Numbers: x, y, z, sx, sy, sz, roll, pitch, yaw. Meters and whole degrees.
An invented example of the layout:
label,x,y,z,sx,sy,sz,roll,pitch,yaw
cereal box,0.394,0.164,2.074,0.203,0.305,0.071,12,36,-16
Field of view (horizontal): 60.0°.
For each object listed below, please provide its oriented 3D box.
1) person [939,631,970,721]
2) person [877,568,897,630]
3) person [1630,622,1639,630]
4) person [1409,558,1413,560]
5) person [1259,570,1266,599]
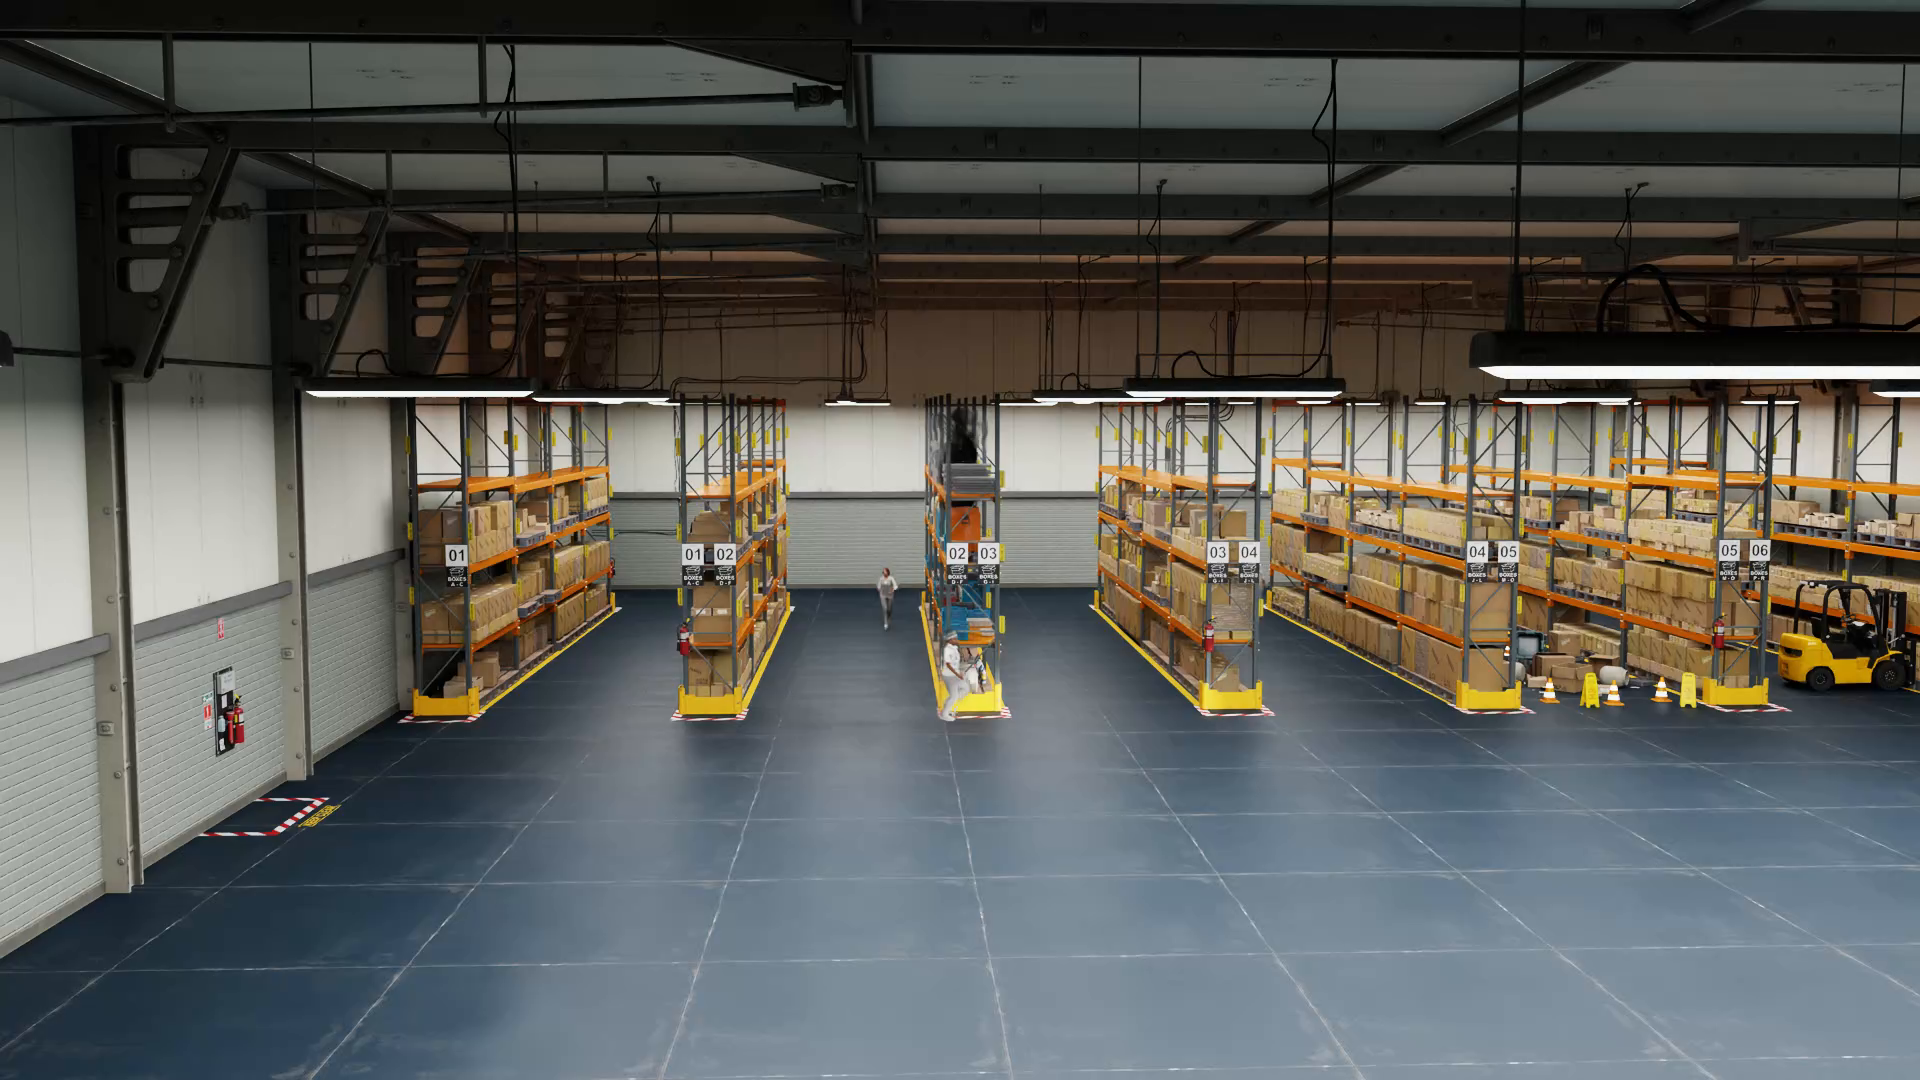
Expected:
label,x,y,z,sx,sy,sz,roll,pitch,yaw
person,-0.104,2.485,30.536,0.552,1.665,0.598,1,5,7
person,-1.902,1.514,43.446,0.533,1.592,0.710,0,5,3
person,16.118,1.749,39.271,0.712,1.735,0.835,-1,5,-15
person,12.093,1.336,44.826,0.660,1.693,0.584,-2,5,-21
person,7.960,1.378,44.902,0.616,1.632,0.599,-1,5,-7
